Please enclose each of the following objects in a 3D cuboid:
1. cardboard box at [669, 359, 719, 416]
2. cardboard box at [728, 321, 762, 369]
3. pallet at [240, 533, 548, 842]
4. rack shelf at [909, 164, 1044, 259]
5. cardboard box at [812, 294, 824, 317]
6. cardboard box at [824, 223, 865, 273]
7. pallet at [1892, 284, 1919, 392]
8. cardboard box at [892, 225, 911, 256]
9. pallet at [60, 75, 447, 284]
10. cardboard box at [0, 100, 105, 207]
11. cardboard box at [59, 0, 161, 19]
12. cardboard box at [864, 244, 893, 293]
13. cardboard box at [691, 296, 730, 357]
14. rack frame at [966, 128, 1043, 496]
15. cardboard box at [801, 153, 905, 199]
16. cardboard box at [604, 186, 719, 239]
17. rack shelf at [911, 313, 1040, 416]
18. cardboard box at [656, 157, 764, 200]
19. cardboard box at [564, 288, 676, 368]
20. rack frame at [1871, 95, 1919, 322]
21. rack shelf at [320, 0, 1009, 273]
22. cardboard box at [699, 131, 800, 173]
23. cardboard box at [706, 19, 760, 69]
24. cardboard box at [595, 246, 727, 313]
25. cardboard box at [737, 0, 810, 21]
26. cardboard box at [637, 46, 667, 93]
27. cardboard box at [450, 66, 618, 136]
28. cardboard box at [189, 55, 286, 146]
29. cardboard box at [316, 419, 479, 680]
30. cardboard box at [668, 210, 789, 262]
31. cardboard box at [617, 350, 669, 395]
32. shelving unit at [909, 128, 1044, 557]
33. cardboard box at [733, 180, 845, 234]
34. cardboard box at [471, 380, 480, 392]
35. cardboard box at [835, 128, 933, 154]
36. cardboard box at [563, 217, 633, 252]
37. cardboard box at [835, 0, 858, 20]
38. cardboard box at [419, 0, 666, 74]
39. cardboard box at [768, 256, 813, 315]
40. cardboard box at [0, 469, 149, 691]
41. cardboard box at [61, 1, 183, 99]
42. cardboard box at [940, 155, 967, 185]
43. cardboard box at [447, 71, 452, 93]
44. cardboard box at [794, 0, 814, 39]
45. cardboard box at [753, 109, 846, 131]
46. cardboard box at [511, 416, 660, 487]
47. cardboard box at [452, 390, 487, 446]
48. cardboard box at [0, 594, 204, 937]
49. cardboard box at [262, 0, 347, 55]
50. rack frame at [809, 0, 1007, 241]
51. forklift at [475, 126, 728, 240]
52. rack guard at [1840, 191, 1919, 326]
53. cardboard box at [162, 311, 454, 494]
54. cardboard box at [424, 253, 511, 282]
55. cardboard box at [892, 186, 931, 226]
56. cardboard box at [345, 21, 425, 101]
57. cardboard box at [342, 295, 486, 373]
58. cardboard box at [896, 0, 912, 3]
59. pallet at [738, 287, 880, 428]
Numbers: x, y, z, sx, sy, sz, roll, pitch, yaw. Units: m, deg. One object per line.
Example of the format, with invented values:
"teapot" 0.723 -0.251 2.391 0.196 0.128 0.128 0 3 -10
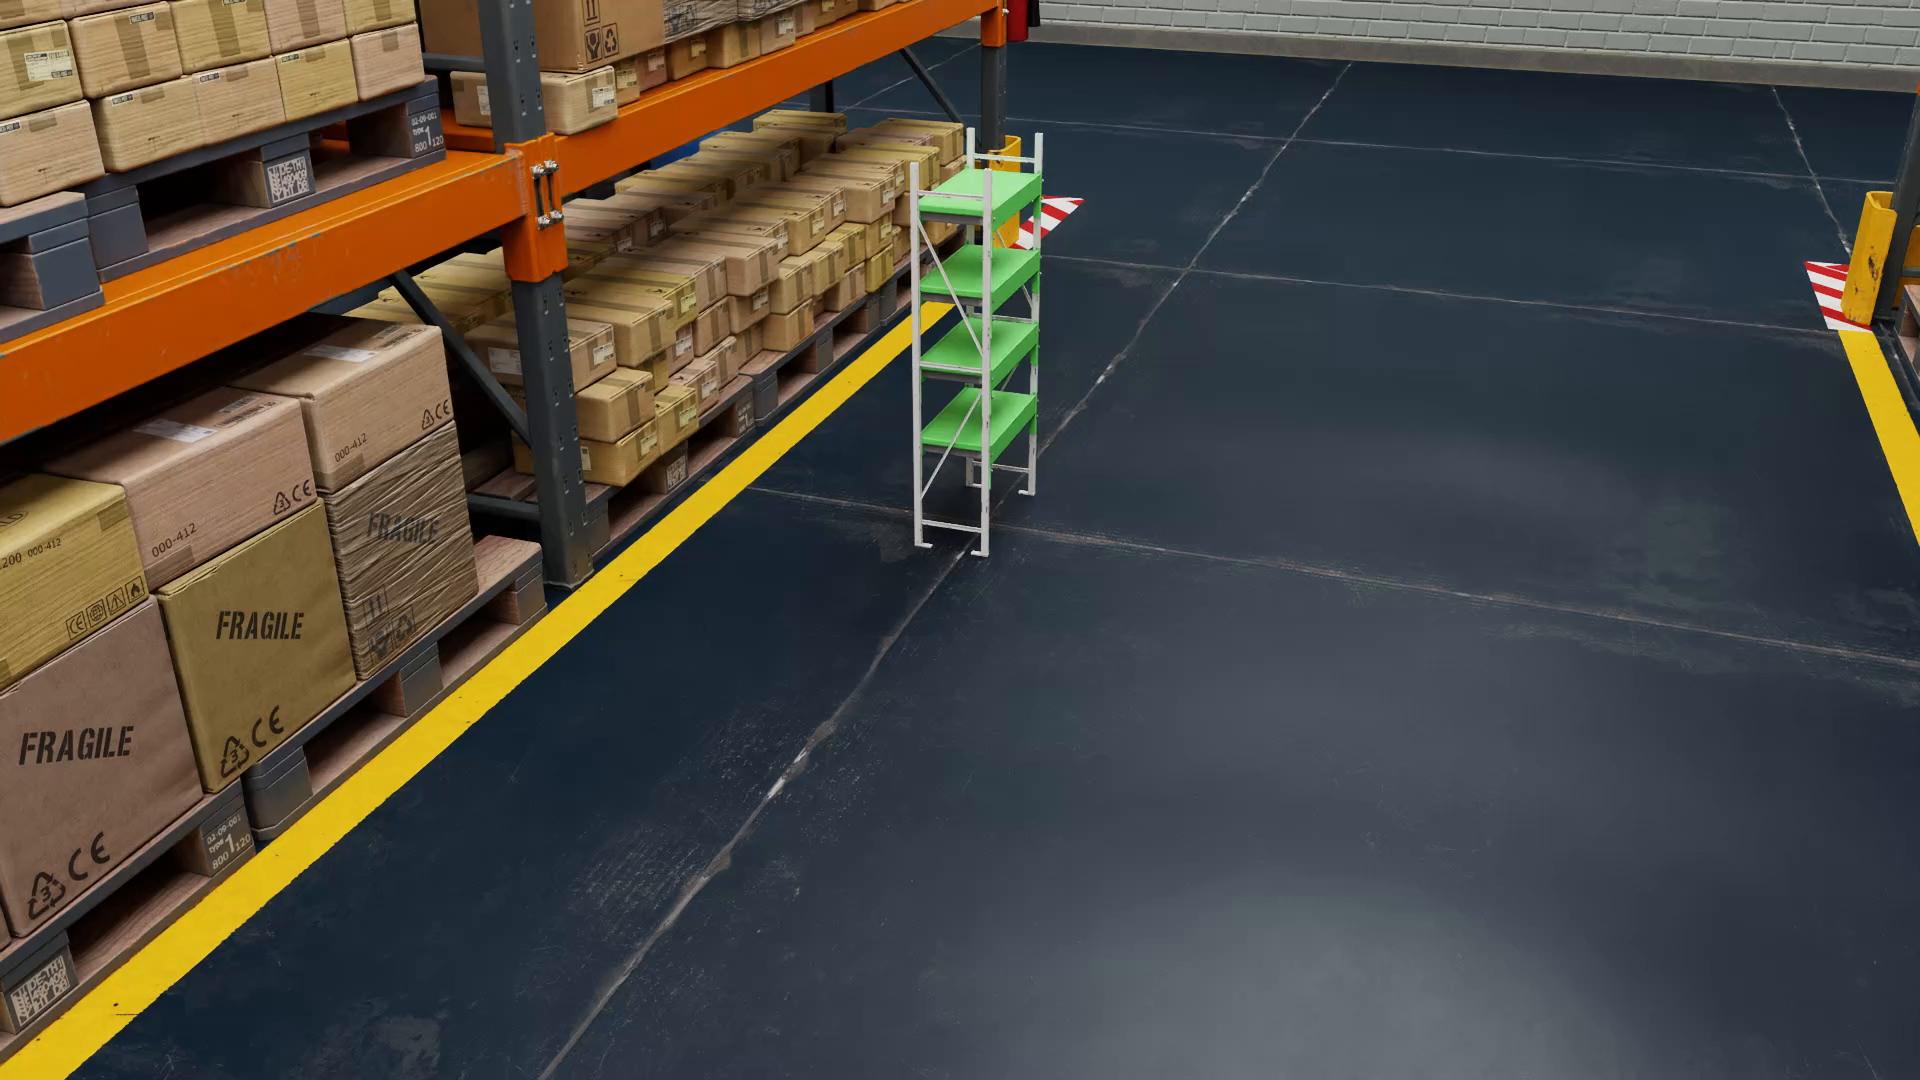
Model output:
"cardboard box" -1.051 -0.521 5.674 0.380 0.149 0.250 9 27 17
"cardboard box" -0.957 -0.749 6.143 0.380 0.149 0.250 8 27 15
"pallet" -1.855 0.282 4.426 1.003 0.211 1.213 9 27 17
"rack shelf" 0.055 -0.983 4.948 0.258 0.148 0.480 9 27 17
"cardboard box" -0.765 -0.960 6.581 0.380 0.149 0.250 10 27 19
"cardboard box" -0.607 -1.188 6.709 0.380 0.149 0.250 10 28 20
"pallet" 4.243 -0.666 6.383 1.003 0.211 1.213 9 27 17
"cardboard box" -0.404 -1.380 7.448 0.380 0.149 0.250 9 27 17
"pallet" -1.989 -0.914 3.916 1.003 0.211 1.213 9 27 17
"cardboard box" -1.885 -0.750 3.164 0.380 0.149 0.250 8 27 15
"cardboard box" -1.811 -1.119 3.244 0.380 0.149 0.250 9 27 17
"cardboard box" -0.500 -1.163 6.999 0.380 0.149 0.250 8 27 15
"cardboard box" -1.036 -0.769 5.844 0.380 0.149 0.250 7 27 15
"rack frame" 0.136 -0.708 5.336 0.240 1.200 0.015 9 27 17
"cardboard box" -0.454 -1.540 7.094 0.380 0.149 0.250 8 27 15
"cardboard box" -1.174 -1.284 6.566 0.380 0.149 0.250 9 27 18
"rack shelf" 0.055 -0.551 5.157 0.258 0.148 0.480 9 27 17
"cardboard box" -1.050 -1.503 7.018 0.380 0.149 0.250 10 28 19
"cardboard box" -1.140 -0.683 5.326 0.380 0.149 0.250 10 28 20
"rack frame" 4.435 -2.261 6.477 1.000 3.000 0.127 9 27 17
"rack shelf" -0.932 -1.791 6.334 1.077 0.370 4.000 9 27 17
"cardboard box" -0.944 -1.729 7.486 0.380 0.149 0.250 9 27 17
"cardboard box" -0.898 -1.688 5.583 0.380 0.149 0.250 9 27 18
"cardboard box" -1.037 -0.905 5.783 0.380 0.149 0.250 8 27 16
"cardboard box" -0.836 -2.045 5.576 0.500 0.500 0.500 8 27 16
"cardboard box" -1.140 -1.483 5.160 0.380 0.149 0.250 8 27 15
"cardboard box" -1.195 -1.249 4.676 0.380 0.149 0.250 10 28 19
"cardboard box" -1.714 -0.968 3.614 0.380 0.149 0.250 9 27 17
"cardboard box" -1.606 -0.017 4.229 0.500 0.500 0.500 8 27 16
"cardboard box" -0.862 -1.121 6.231 0.380 0.149 0.250 8 27 15
"cardboard box" -1.176 -0.553 5.398 0.380 0.149 0.250 9 27 18
"shelving unit" 0.055 -0.608 5.129 0.258 1.200 0.503 9 27 17
"cardboard box" -0.683 -1.329 6.659 0.380 0.149 0.250 8 27 16
"cardboard box" -1.714 -0.622 5.540 0.380 0.149 0.250 7 27 15
"cardboard box" -0.341 -1.762 7.553 0.380 0.149 0.250 9 27 18
"cardboard box" -1.438 -1.085 6.156 0.380 0.149 0.250 7 27 15
"cardboard box" -0.620 -2.133 6.501 0.380 0.149 0.250 8 27 15
"cardboard box" -1.195 -1.639 4.737 0.500 0.500 0.500 8 27 16
"cardboard box" -0.778 -0.973 6.265 0.380 0.149 0.250 9 27 17
"cardboard box" -1.953 0.076 3.176 0.500 0.250 0.500 8 27 15
"cardboard box" -1.802 -0.988 3.314 0.380 0.149 0.250 8 27 16
"cardboard box" -0.173 -1.719 7.806 0.380 0.149 0.250 8 27 16
"cardboard box" -1.740 -1.453 5.098 0.380 0.149 0.250 8 27 16
"cardboard box" -0.757 -1.914 6.050 0.380 0.149 0.250 10 28 19
"cardboard box" -0.761 -1.945 7.931 0.380 0.149 0.250 8 27 15
"cardboard box" -1.173 -0.302 5.222 0.380 0.149 0.250 8 27 15
"cardboard box" -1.788 -0.410 5.444 0.380 0.149 0.250 9 27 18
"cardboard box" -1.952 0.404 3.359 0.500 0.500 0.500 8 27 16
"cardboard box" -1.630 -1.203 3.757 0.380 0.149 0.250 9 27 18
"rack frame" -0.266 -2.937 7.874 1.000 3.000 0.127 9 27 17
"forklift" -2.135 -2.690 7.442 1.130 2.935 3.031 7 27 14
"rack guard" 4.443 -1.146 7.043 1.175 0.500 0.348 9 27 17
"cardboard box" -1.607 -0.352 4.061 0.500 0.250 0.500 8 27 16
"cardboard box" -1.601 -0.865 5.701 0.380 0.149 0.250 8 27 17
"cardboard box" -0.344 -1.505 7.364 0.380 0.149 0.250 8 27 15
"cardboard box" -1.543 -1.177 4.046 0.380 0.149 0.250 8 27 16
"cardboard box" -1.725 -0.651 5.259 0.380 0.149 0.250 10 27 19
"cardboard box" -0.359 -2.339 6.927 0.380 0.149 0.250 9 27 19
"pallet" -1.003 -0.822 6.706 1.003 0.211 1.213 9 27 17
